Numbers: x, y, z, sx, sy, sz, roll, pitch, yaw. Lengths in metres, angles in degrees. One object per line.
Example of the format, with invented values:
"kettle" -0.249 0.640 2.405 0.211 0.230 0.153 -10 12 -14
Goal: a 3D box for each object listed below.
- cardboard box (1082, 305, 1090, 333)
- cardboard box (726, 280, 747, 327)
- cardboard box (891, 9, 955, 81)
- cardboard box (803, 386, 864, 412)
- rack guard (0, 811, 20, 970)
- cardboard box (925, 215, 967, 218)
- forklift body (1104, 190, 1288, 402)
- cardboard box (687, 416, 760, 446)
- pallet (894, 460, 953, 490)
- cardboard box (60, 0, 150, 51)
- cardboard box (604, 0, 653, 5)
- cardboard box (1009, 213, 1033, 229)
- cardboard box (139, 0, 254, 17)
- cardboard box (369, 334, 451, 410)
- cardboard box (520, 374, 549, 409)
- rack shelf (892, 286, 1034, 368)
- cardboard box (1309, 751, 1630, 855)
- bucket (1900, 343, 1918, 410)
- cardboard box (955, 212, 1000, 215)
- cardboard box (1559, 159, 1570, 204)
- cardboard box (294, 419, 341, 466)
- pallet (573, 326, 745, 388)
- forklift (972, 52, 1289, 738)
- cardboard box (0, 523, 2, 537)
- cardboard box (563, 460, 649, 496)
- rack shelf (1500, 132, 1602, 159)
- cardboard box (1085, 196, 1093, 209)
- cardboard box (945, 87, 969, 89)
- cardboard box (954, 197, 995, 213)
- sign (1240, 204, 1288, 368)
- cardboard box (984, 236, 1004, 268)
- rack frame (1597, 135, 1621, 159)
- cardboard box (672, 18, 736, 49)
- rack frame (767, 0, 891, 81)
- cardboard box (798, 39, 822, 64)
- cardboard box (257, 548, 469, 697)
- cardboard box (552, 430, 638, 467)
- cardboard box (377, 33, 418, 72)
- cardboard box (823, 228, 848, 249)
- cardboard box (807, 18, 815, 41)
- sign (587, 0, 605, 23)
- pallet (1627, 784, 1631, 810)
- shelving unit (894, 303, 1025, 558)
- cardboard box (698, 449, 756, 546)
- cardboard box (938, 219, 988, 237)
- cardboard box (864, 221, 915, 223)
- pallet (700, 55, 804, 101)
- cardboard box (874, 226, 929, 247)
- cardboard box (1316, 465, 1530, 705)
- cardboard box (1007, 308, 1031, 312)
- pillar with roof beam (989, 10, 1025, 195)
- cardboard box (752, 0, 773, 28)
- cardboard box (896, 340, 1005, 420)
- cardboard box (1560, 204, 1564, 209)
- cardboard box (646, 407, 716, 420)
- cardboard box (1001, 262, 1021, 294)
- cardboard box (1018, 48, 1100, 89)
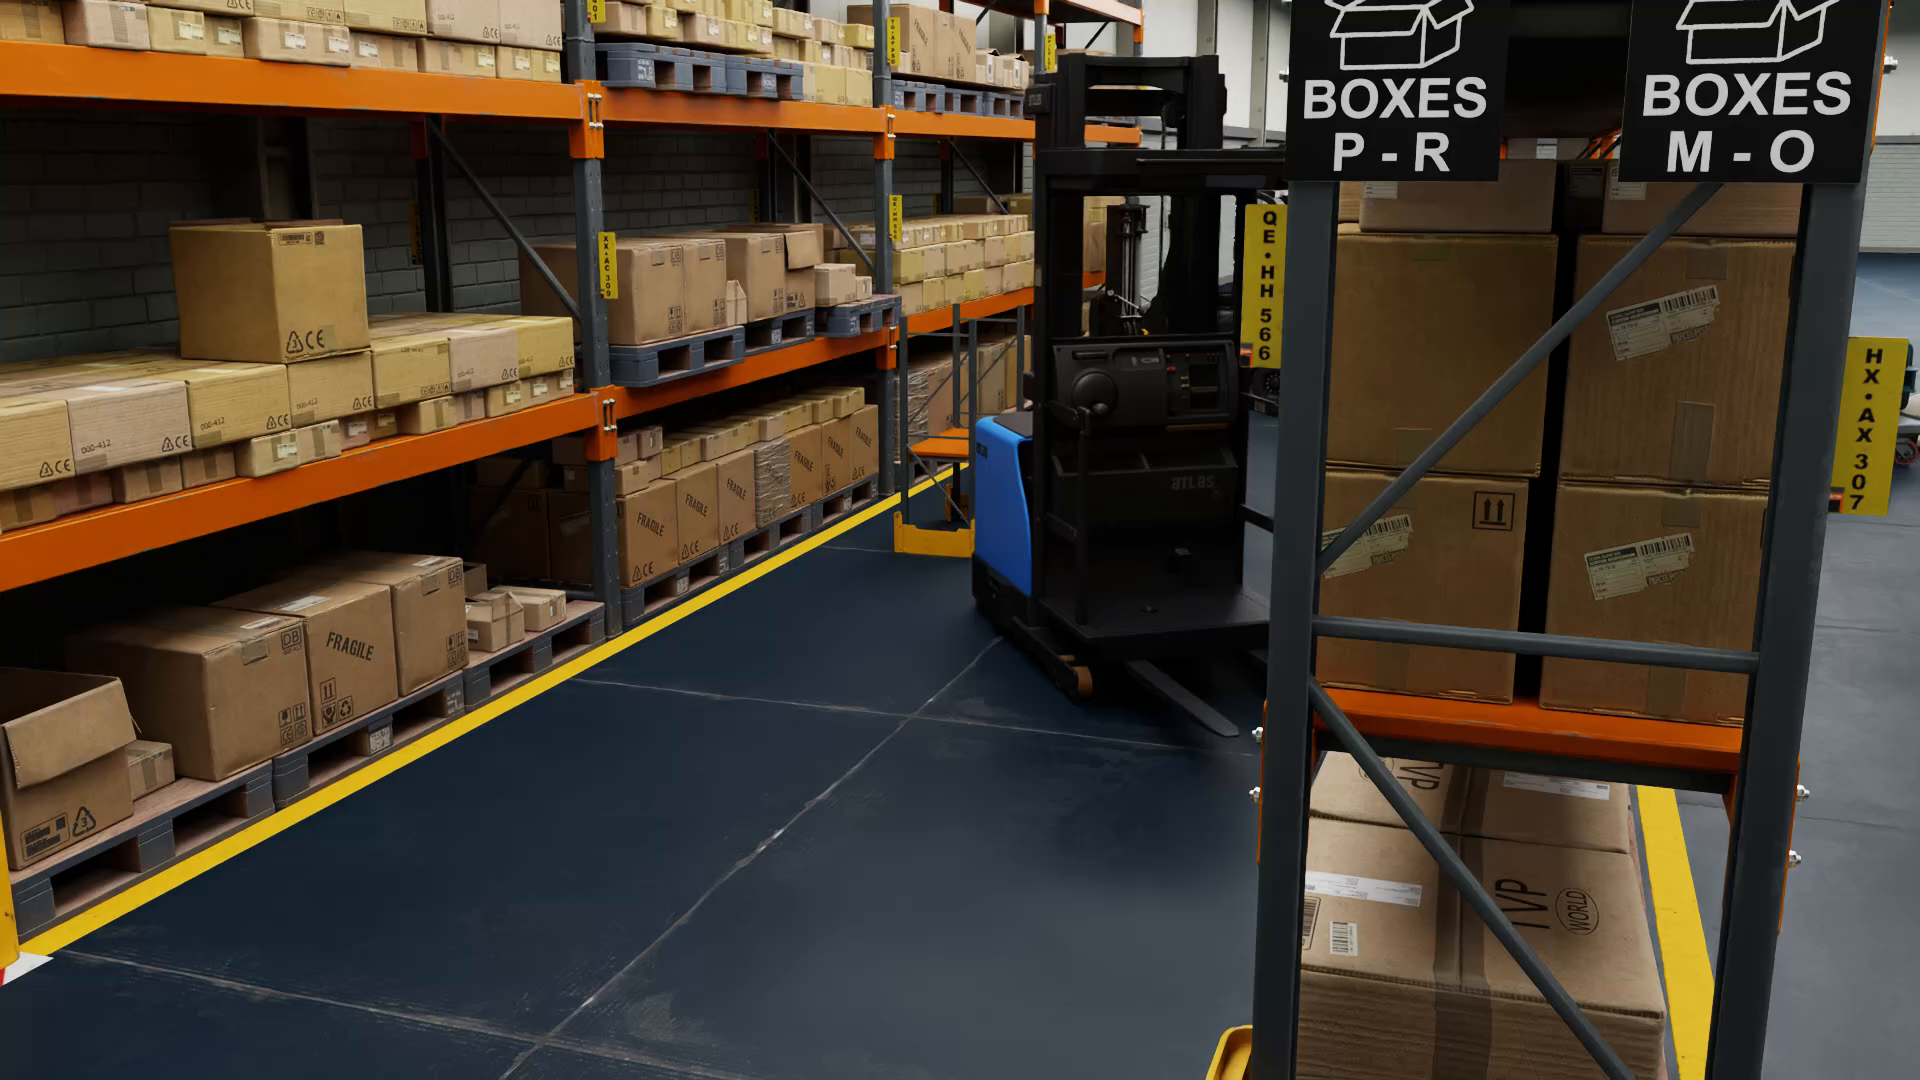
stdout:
"cardboard box" 1.090 -2.313 17.371 0.500 0.250 0.500 5 14 20
"cardboard box" -1.464 -1.389 9.693 0.396 0.266 0.258 5 14 21
"cardboard box" -0.449 -3.841 12.940 0.700 0.500 0.500 4 13 17
"cardboard box" -0.903 -1.008 11.878 0.380 0.149 0.250 4 13 16
"rack guard" -3.546 1.059 5.223 1.175 0.500 0.348 4 14 18
"cardboard box" -0.142 -2.924 15.373 0.380 0.149 0.250 4 13 17
"forklift body" 2.719 -2.568 17.404 2.313 2.155 1.214 4 14 18
"cardboard box" -1.486 -0.682 10.453 0.380 0.149 0.250 4 14 19
"pallet" -0.679 -0.639 13.312 1.003 0.211 1.213 4 14 18
"cardboard box" -2.911 -1.688 5.468 0.380 0.149 0.250 5 14 20
"cardboard box" -1.765 -2.755 8.305 0.380 0.149 0.250 5 14 20
"cardboard box" 0.664 -3.083 16.072 0.380 0.149 0.250 4 13 18
"cardboard box" -2.846 -1.967 5.791 0.500 0.250 0.500 4 13 17
"cardboard box" -2.533 -0.722 7.078 0.500 0.250 0.500 4 14 18
"cardboard box" -2.205 -0.721 7.971 0.380 0.149 0.250 5 14 20
"rack shelf" -0.335 -1.898 14.179 1.077 0.370 4.000 4 14 18
"cardboard box" 1.534 0.918 5.038 0.875 0.438 0.875 5 14 20
"bucket" 7.589 -1.318 13.961 0.726 0.611 0.620 10 26 38
"cardboard box" 0.173 -3.121 16.239 0.380 0.149 0.250 4 14 18
"cardboard box" 2.280 -1.239 5.748 0.380 0.149 0.250 4 14 18
"cardboard box" -2.675 -0.395 6.541 0.380 0.149 0.250 5 14 20
"pallet" -1.915 -1.052 9.288 1.003 0.211 1.213 4 14 18
"forklift" 0.960 -0.777 7.807 1.130 2.935 3.031 -4 13 -15
"cardboard box" -3.205 -0.070 5.119 0.380 0.149 0.250 4 14 18
"cardboard box" -1.909 -0.344 8.971 0.380 0.149 0.250 5 14 21
"rack shelf" 5.657 -3.846 15.973 1.077 0.370 4.000 4 14 18
"cardboard box" 1.199 -3.608 17.704 0.380 0.149 0.250 5 14 19
"cardboard box" -0.116 -4.037 14.590 0.380 0.149 0.250 4 14 18
"cardboard box" 0.129 -3.269 16.218 0.380 0.149 0.250 4 14 19
"sign" 0.618 -0.509 3.341 0.100 0.325 0.005 4 14 18
"cardboard box" 0.064 -2.503 14.425 0.500 0.250 0.500 5 14 20
"rack frame" 3.715 -1.471 10.692 1.000 3.000 0.127 4 14 18
"cardboard box" -1.475 -2.828 9.294 0.380 0.149 0.250 4 14 18
"rack frame" -0.983 -4.752 11.587 1.000 3.000 0.127 4 14 18
"cardboard box" -1.120 -3.157 10.779 0.380 0.149 0.250 4 14 18
"cardboard box" -2.634 0.353 7.374 0.700 0.500 0.500 4 13 16
"cardboard box" -1.966 -0.493 8.957 0.380 0.149 0.250 4 13 17
"cardboard box" -2.489 -2.016 6.901 0.380 0.149 0.250 5 14 20
"cardboard box" -1.069 -2.276 12.535 0.380 0.149 0.250 5 14 20
"cardboard box" -1.159 -3.305 10.757 0.380 0.149 0.250 4 13 18
"sign" -1.761 -2.662 8.009 0.100 0.325 0.005 4 14 18
"pallet" 2.101 0.885 6.635 1.003 0.211 1.213 4 14 18
"shelving unit" 0.025 -0.747 10.891 0.587 1.500 1.083 4 14 18
"cardboard box" -1.579 -0.275 10.124 0.500 0.500 0.500 4 13 17
"cardboard box" 0.026 -2.676 14.288 0.380 0.149 0.250 4 14 19
"cardboard box" -0.590 -2.600 13.957 0.380 0.149 0.250 5 14 20
"pallet" -1.667 -2.707 9.789 1.213 0.211 1.003 4 14 18
"cardboard box" -0.457 -2.351 12.864 0.380 0.149 0.250 5 14 20
"cardboard box" 1.033 0.044 3.829 0.500 0.500 0.500 4 14 19
"cardboard box" 0.438 -2.247 17.079 0.500 0.250 0.500 4 13 18
"pillar with roof beam" 4.601 -6.045 17.251 9.100 9.000 0.400 4 14 18
"cardboard box" -1.322 -3.084 9.744 0.380 0.149 0.250 4 14 19
"cardboard box" -0.105 -1.443 14.963 0.875 0.625 0.625 4 14 18
"cardboard box" 2.202 -0.832 5.419 0.500 0.500 0.500 5 14 19
"cardboard box" -1.814 -0.766 10.821 0.380 0.149 0.250 4 14 19
"cardboard box" 0.239 -2.365 14.948 0.500 0.250 0.500 4 14 18
"cardboard box" 1.042 -4.839 17.305 0.797 0.503 0.637 5 14 20
